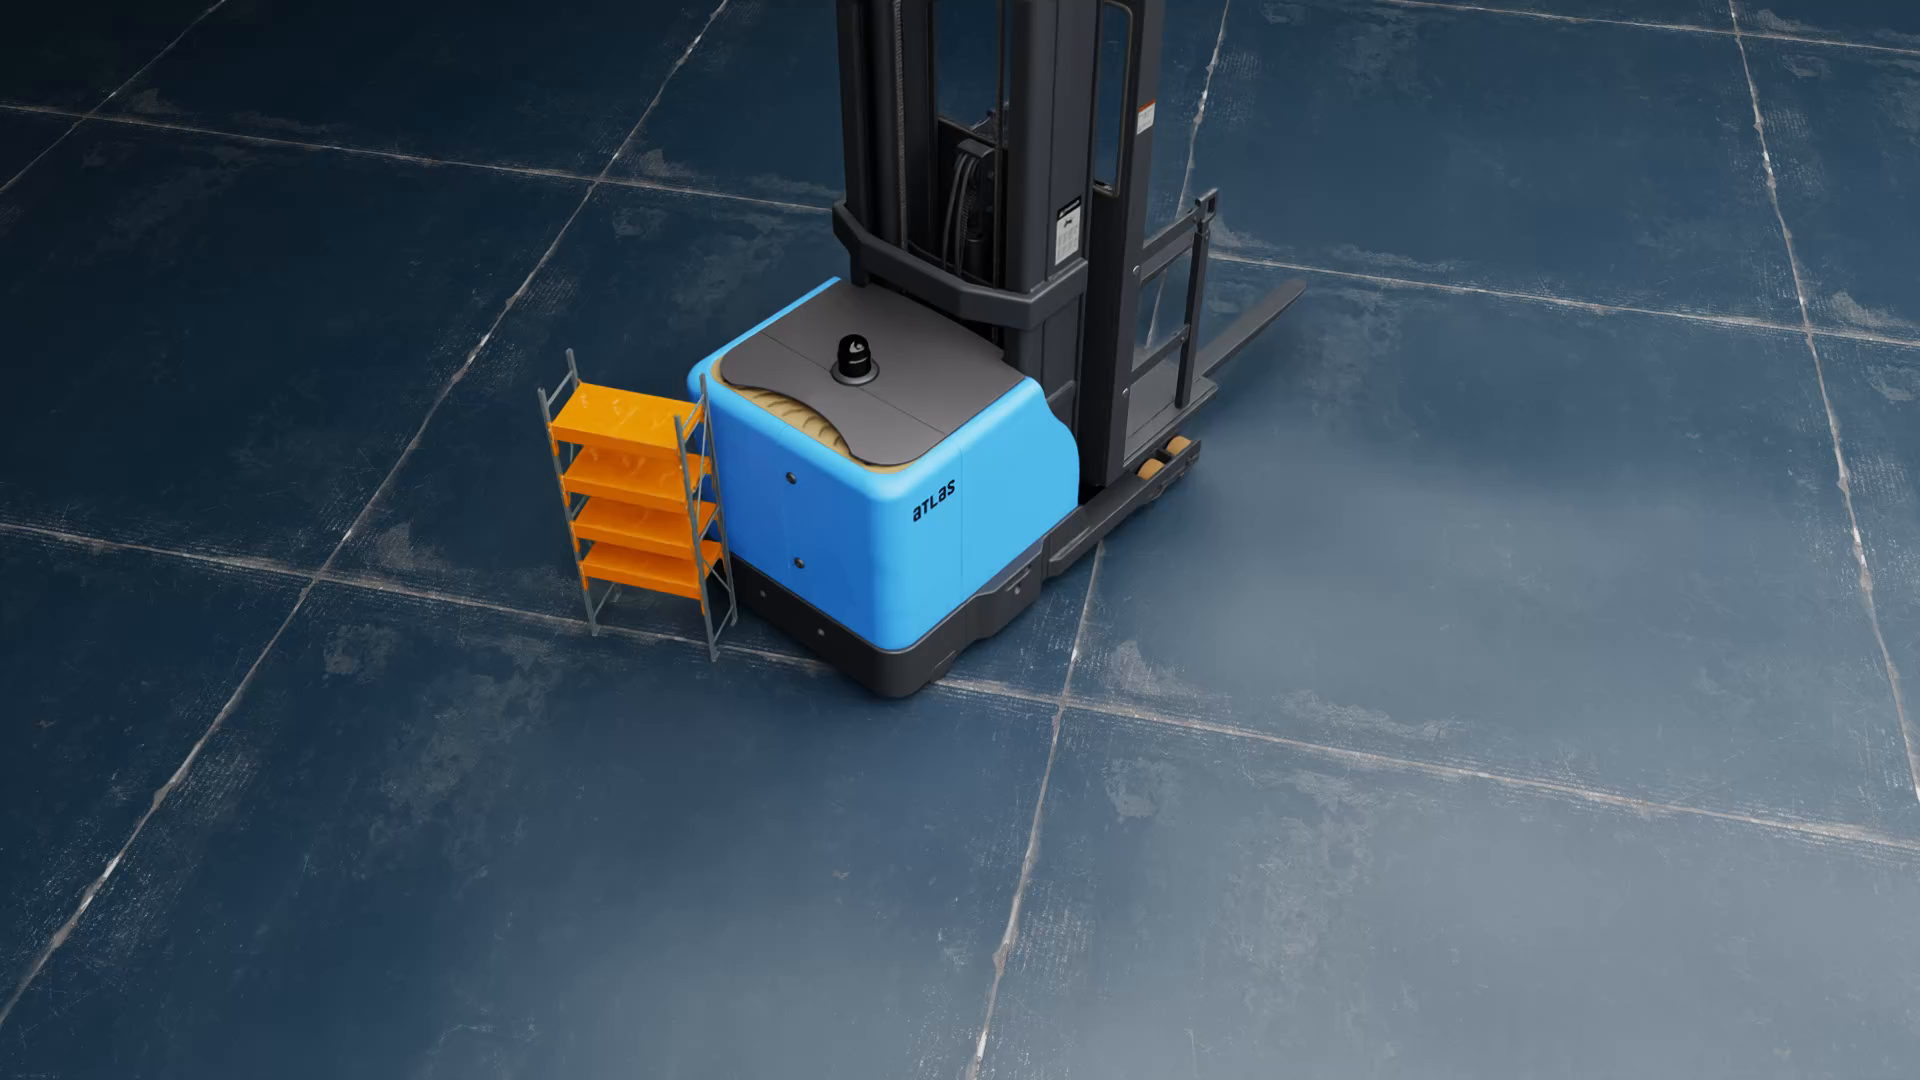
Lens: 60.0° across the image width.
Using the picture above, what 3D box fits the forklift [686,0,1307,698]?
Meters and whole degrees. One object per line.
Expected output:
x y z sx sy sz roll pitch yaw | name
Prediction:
0.362 -1.433 6.126 1.130 2.935 3.031 31 52 28 | forklift

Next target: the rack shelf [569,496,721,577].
-1.133 -0.049 6.032 0.480 0.148 0.258 11 45 11 | rack shelf

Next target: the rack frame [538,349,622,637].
-1.368 -0.143 6.033 0.015 1.200 0.240 11 45 11 | rack frame

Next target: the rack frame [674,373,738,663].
-0.898 -0.051 5.938 0.015 1.200 0.240 11 45 11 | rack frame

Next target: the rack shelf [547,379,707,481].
-1.133 -0.380 5.713 0.480 0.148 0.258 11 45 11 | rack shelf

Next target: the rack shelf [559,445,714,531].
-1.133 -0.210 5.877 0.480 0.148 0.258 11 45 11 | rack shelf

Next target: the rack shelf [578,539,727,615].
-1.133 0.095 6.170 0.480 0.148 0.258 11 45 11 | rack shelf

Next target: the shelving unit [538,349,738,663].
-1.133 -0.097 5.986 0.503 1.200 0.258 11 45 11 | shelving unit
